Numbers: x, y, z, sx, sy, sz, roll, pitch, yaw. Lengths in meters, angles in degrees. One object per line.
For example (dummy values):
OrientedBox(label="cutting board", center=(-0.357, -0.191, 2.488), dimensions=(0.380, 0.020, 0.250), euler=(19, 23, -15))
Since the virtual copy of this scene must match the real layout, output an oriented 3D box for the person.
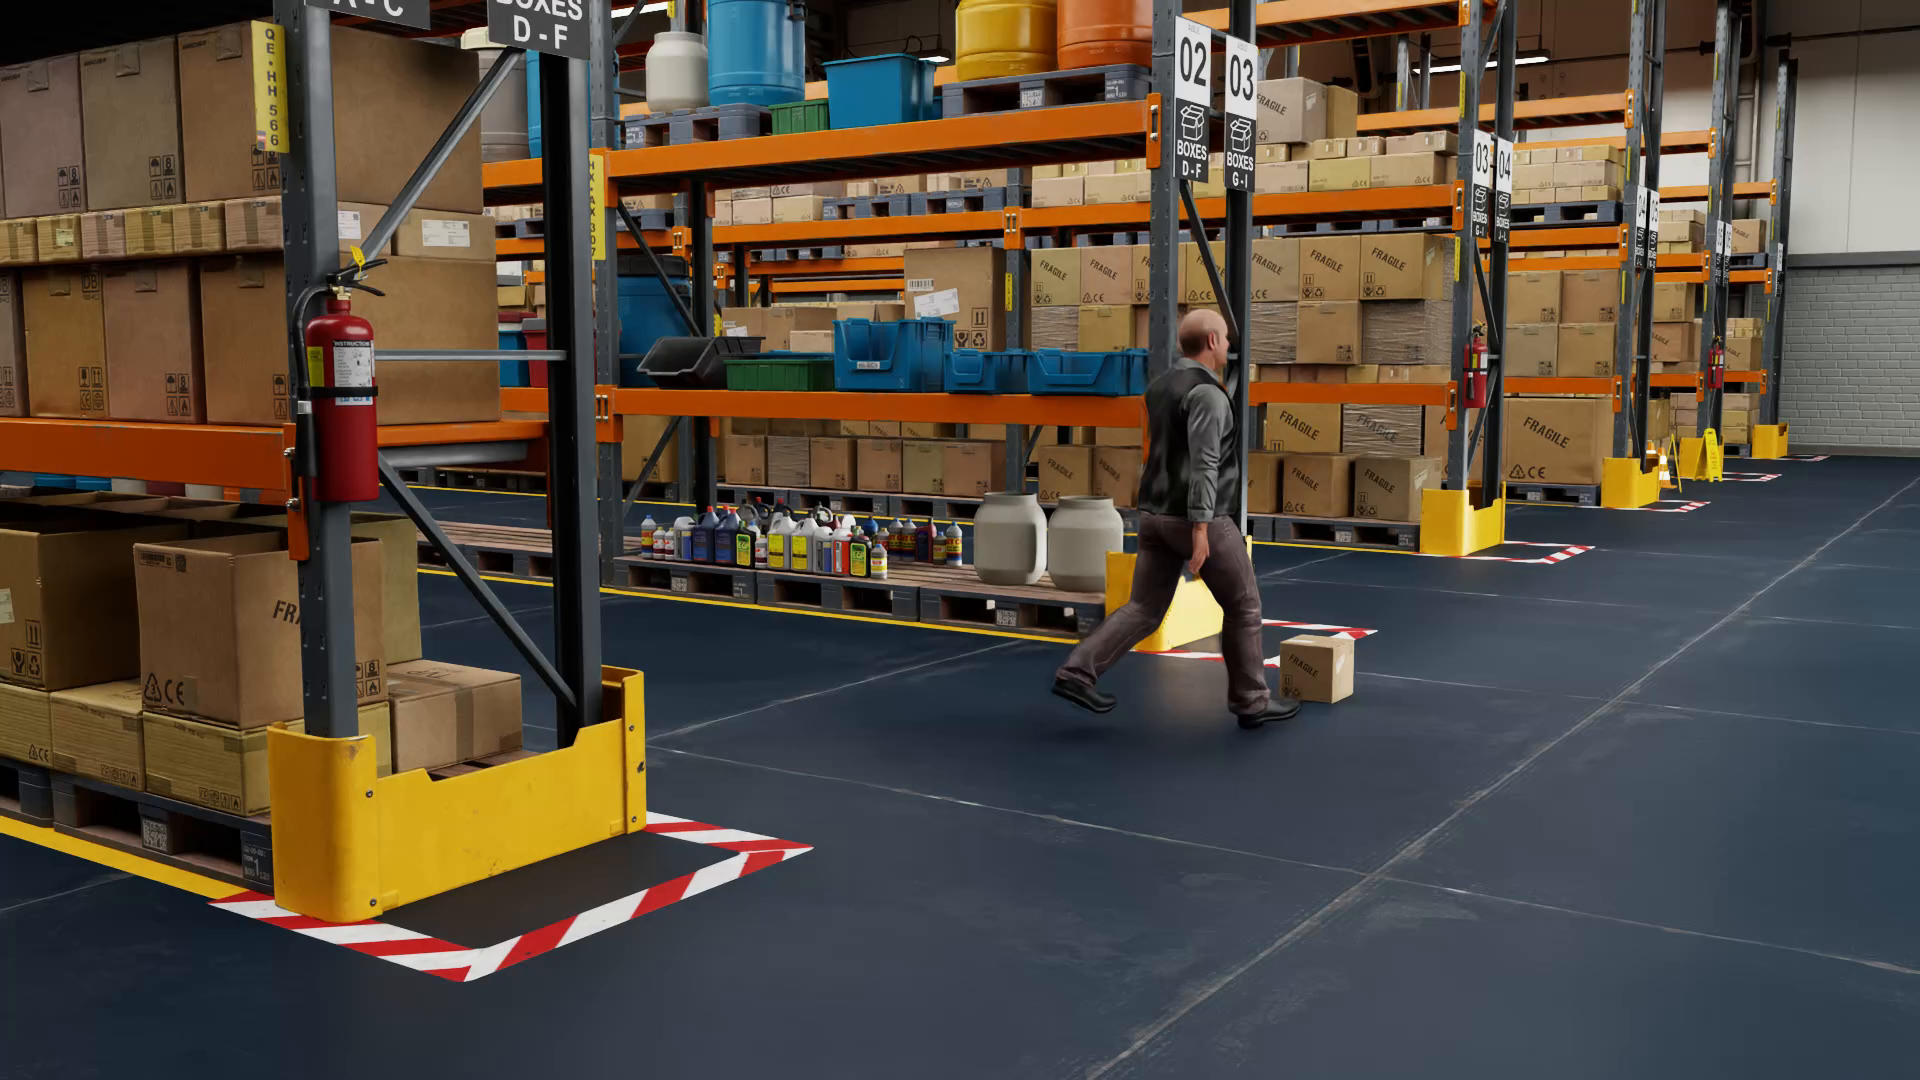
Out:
OrientedBox(label="person", center=(0.897, -0.077, 6.656), dimensions=(1.018, 1.684, 0.555), euler=(-3, 7, -23))
